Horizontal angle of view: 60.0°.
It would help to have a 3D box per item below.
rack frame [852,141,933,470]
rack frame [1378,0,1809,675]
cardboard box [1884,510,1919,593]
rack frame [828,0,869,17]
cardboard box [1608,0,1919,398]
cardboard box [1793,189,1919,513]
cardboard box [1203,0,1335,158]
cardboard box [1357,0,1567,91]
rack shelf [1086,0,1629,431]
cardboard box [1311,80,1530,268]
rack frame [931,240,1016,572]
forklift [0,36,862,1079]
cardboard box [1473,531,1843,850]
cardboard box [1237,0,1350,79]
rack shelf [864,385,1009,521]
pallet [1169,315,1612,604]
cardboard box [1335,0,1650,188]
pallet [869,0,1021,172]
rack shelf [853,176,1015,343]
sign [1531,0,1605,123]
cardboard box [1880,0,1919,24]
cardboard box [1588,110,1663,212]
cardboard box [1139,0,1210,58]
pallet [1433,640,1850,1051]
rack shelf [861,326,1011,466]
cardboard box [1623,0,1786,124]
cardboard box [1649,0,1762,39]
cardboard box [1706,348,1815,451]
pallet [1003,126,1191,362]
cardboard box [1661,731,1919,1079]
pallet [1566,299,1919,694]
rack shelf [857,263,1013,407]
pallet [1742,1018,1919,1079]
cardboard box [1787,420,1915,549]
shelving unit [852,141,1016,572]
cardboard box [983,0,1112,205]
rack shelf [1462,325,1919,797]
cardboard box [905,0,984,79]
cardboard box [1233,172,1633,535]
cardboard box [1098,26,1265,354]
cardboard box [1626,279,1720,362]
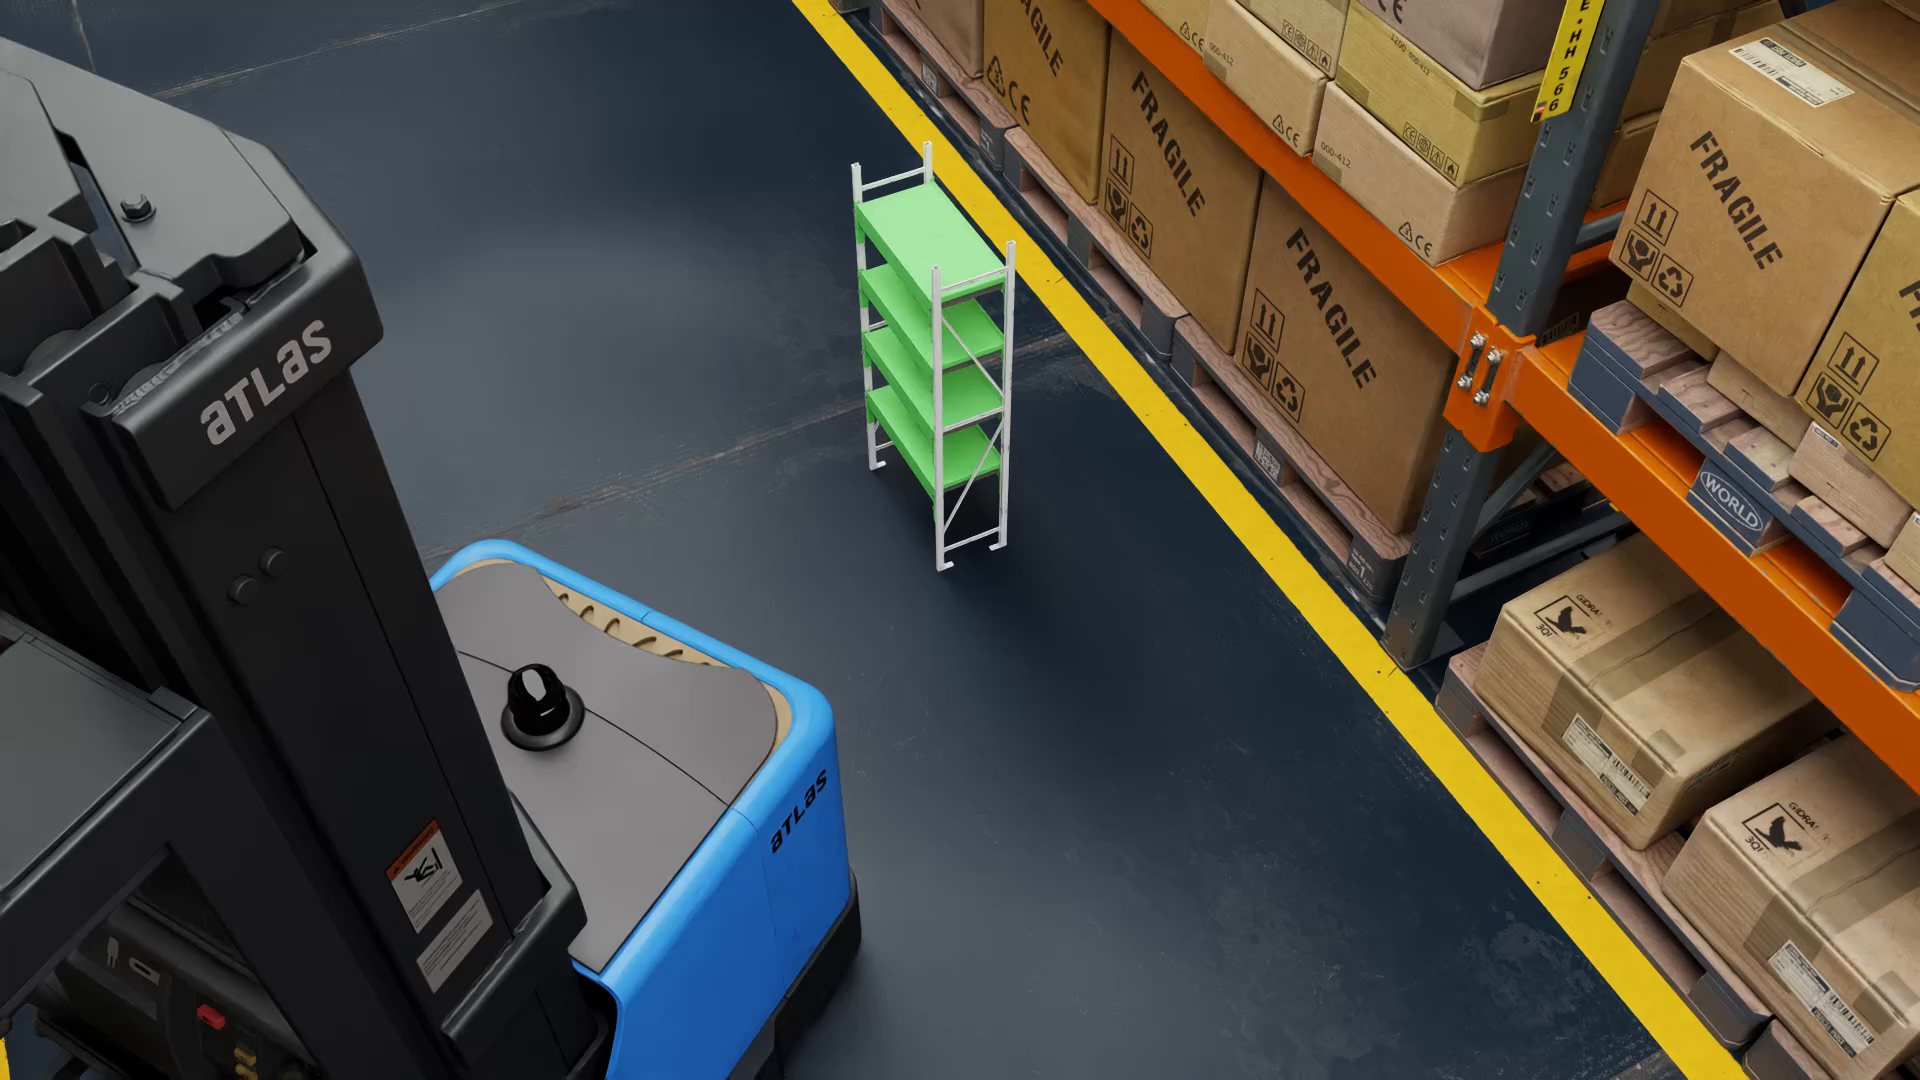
[{"bbox_3d":[-0.187,-0.669,5.038,0.240,1.200,0.015,-21,52,-18],"label":"rack frame"},{"bbox_3d":[1.725,-0.805,3.961,1.000,3.000,0.127,-21,52,-18],"label":"rack frame"},{"bbox_3d":[2.000,0.012,3.135,0.380,0.149,0.250,-21,52,-17],"label":"cardboard box"},{"bbox_3d":[-0.105,-3.482,6.303,1.000,3.000,0.127,-21,52,-18],"label":"rack frame"},{"bbox_3d":[1.726,-0.693,3.320,0.500,0.500,0.500,-23,53,-19],"label":"cardboard box"},{"bbox_3d":[1.970,-0.347,3.018,0.500,0.500,0.500,-19,51,-16],"label":"cardboard box"},{"bbox_3d":[1.015,-1.341,4.530,0.500,0.250,0.500,-20,52,-17],"label":"cardboard box"},{"bbox_3d":[1.256,-1.423,3.771,0.500,0.500,0.500,-22,53,-18],"label":"cardboard box"},{"bbox_3d":[0.810,-1.907,5.403,1.077,0.370,4.000,-21,52,-18],"label":"rack shelf"},{"bbox_3d":[1.263,-1.005,4.236,0.500,0.250,0.500,-23,53,-19],"label":"cardboard box"},{"bbox_3d":[0.036,-0.342,4.752,0.240,1.200,0.015,-21,52,-18],"label":"rack frame"},{"bbox_3d":[-1.423,0.860,2.551,1.130,2.935,3.031,23,53,19],"label":"forklift"},{"bbox_3d":[1.975,0.303,4.459,0.950,0.372,0.625,-24,53,-20],"label":"cardboard box"},{"bbox_3d":[1.040,-1.499,4.336,0.500,0.250,0.500,-22,53,-18],"label":"cardboard box"},{"bbox_3d":[-0.076,-0.306,5.124,0.258,0.148,0.480,-21,52,-18],"label":"rack shelf"},{"bbox_3d":[1.432,-0.441,5.495,1.003,0.211,1.213,-21,52,-18],"label":"pallet"},{"bbox_3d":[1.278,-1.157,4.037,0.500,0.250,0.500,-21,52,-18],"label":"cardboard box"},{"bbox_3d":[0.315,-2.074,6.923,1.003,0.211,1.213,-21,52,-18],"label":"pallet"},{"bbox_3d":[-0.076,-0.780,4.582,0.258,0.148,0.480,-21,52,-18],"label":"rack shelf"},{"bbox_3d":[1.233,-0.993,3.356,0.100,0.325,0.005,-21,52,-18],"label":"sign"},{"bbox_3d":[2.181,-0.866,3.471,0.500,0.500,0.500,-23,53,-19],"label":"cardboard box"},{"bbox_3d":[1.725,-1.170,4.380,0.500,0.250,0.500,-22,52,-18],"label":"cardboard box"},{"bbox_3d":[0.799,-1.684,4.829,0.500,0.250,0.500,-22,52,-18],"label":"cardboard box"},{"bbox_3d":[2.082,0.637,4.553,1.003,0.211,1.213,-21,52,-18],"label":"pallet"},{"bbox_3d":[-0.076,-0.464,4.943,0.258,0.148,0.480,-21,52,-18],"label":"rack shelf"},{"bbox_3d":[1.713,-1.344,4.201,0.500,0.250,0.500,-22,52,-18],"label":"cardboard box"},{"bbox_3d":[1.717,-1.581,3.910,0.500,0.500,0.500,-23,53,-19],"label":"cardboard box"},{"bbox_3d":[1.808,-0.378,3.476,0.380,0.149,0.250,-24,53,-20],"label":"cardboard box"},{"bbox_3d":[0.877,-1.256,6.208,1.003,0.211,1.213,-21,52,-18],"label":"pallet"},{"bbox_3d":[2.320,0.795,4.029,0.950,0.372,0.625,-22,52,-18],"label":"cardboard box"},{"bbox_3d":[2.146,-0.302,3.648,1.213,0.211,1.003,-21,52,-18],"label":"pallet"},{"bbox_3d":[-0.076,-0.622,4.763,0.258,0.148,0.480,-21,52,-18],"label":"rack shelf"},{"bbox_3d":[2.636,1.452,3.840,1.003,0.211,1.213,-21,52,-18],"label":"pallet"},{"bbox_3d":[1.893,-0.179,3.302,0.380,0.149,0.250,-24,53,-20],"label":"cardboard box"},{"bbox_3d":[-0.076,-0.506,4.895,0.258,1.200,0.503,-21,52,-18],"label":"shelving unit"},{"bbox_3d":[0.670,-1.932,6.079,0.875,0.875,0.875,-20,52,-16],"label":"cardboard box"},{"bbox_3d":[2.641,0.770,3.061,1.077,0.370,4.000,-21,52,-18],"label":"rack shelf"},{"bbox_3d":[0.250,-2.533,6.606,0.875,0.875,0.875,-20,52,-16],"label":"cardboard box"},{"bbox_3d":[1.483,-0.735,5.032,0.875,0.875,0.875,-22,52,-18],"label":"cardboard box"},{"bbox_3d":[1.079,-1.333,5.556,0.875,0.875,0.875,-21,52,-17],"label":"cardboard box"},{"bbox_3d":[1.709,-0.579,3.651,0.380,0.149,0.250,-24,53,-20],"label":"cardboard box"}]
